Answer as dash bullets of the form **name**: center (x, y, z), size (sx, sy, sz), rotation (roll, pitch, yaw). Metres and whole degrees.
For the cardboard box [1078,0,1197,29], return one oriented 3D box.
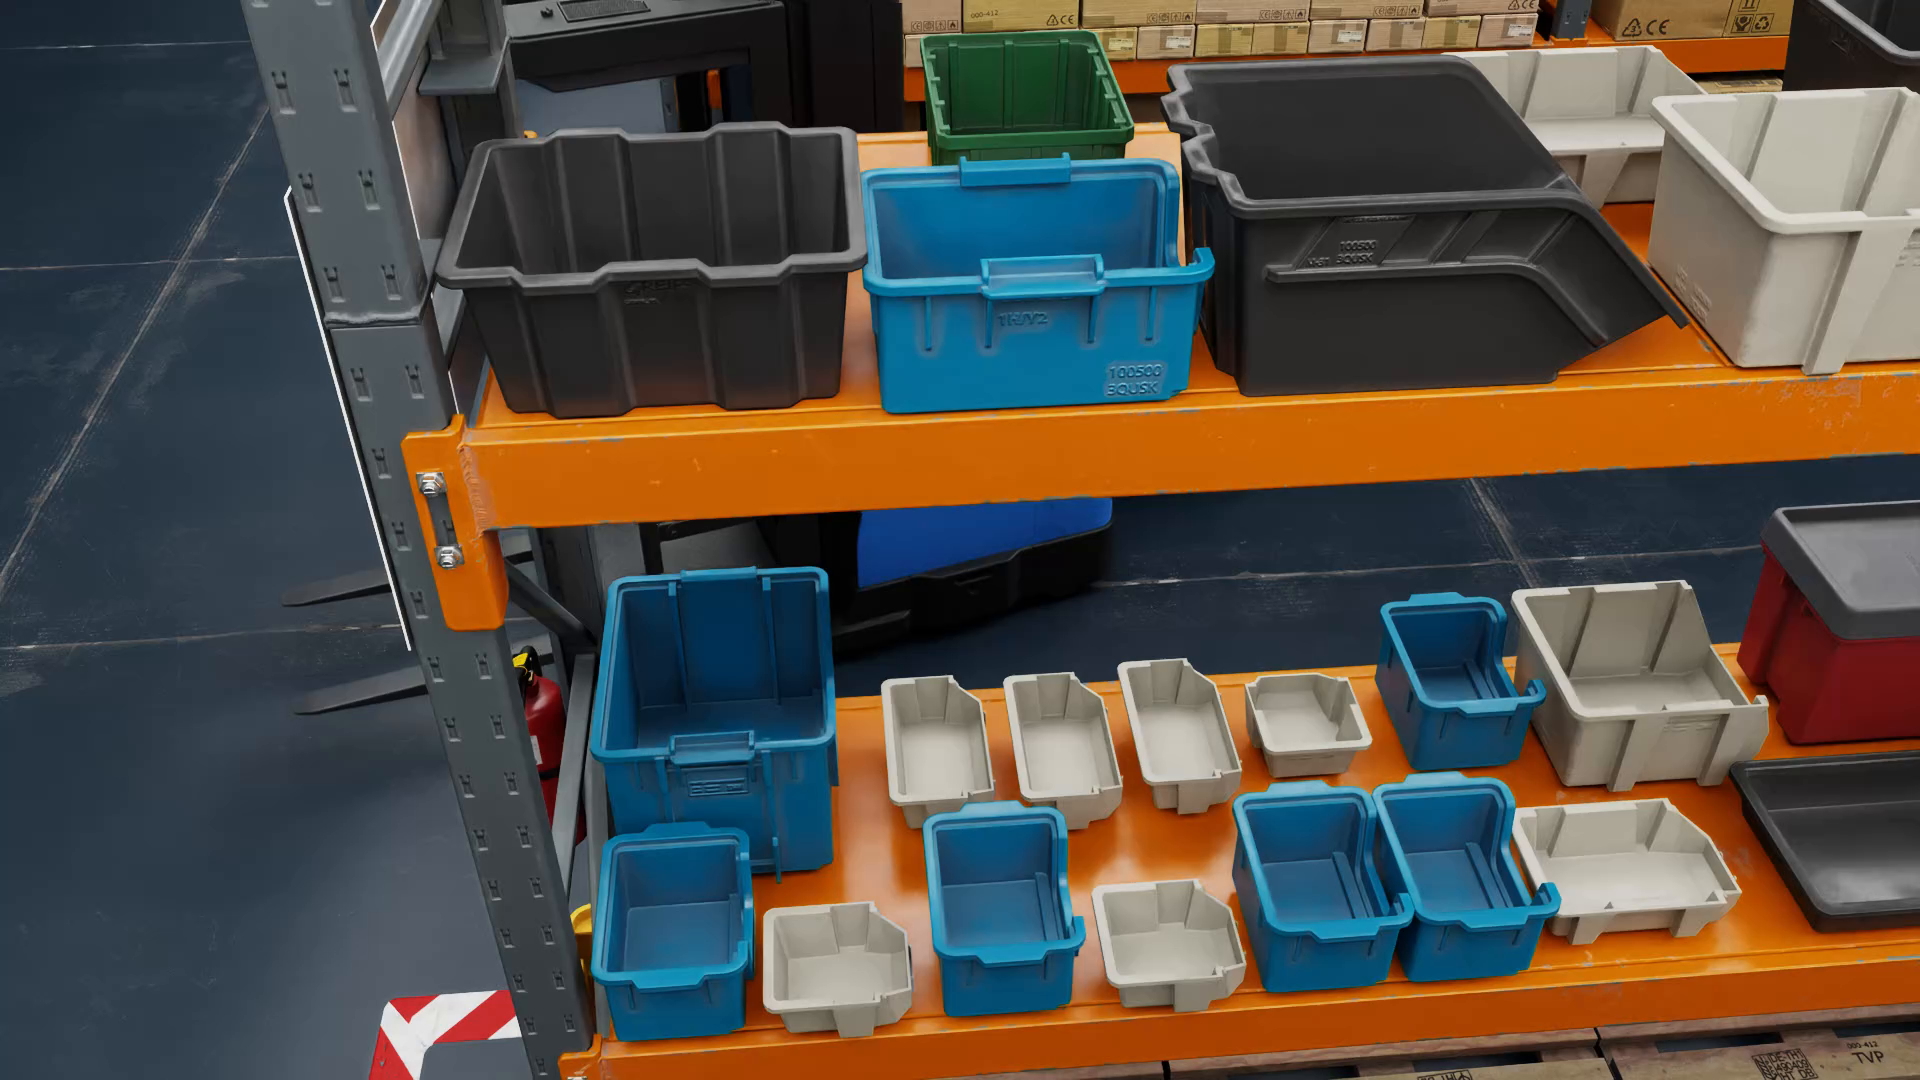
- **cardboard box**: center (0.754, -2.485, 7.359), size (0.500, 0.250, 0.500), rotation (-4, 38, -5)

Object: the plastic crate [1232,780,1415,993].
- **plastic crate**: center (0.740, 0.738, 3.480), size (0.300, 0.233, 0.416), rotation (-3, 38, -4)

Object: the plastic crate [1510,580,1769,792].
- **plastic crate**: center (1.600, 0.352, 3.930), size (0.530, 0.282, 0.437), rotation (-3, 38, -4)

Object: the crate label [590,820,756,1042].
- **crate label**: center (-0.572, 0.810, 3.389), size (0.303, 0.233, 0.416), rotation (-3, 38, -4)

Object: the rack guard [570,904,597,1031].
- **rack guard**: center (-0.870, 1.569, 4.358), size (0.348, 0.500, 1.175), rotation (-3, 38, -4)

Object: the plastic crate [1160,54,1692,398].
- **plastic crate**: center (0.699, -0.489, 2.577), size (0.767, 0.338, 0.504), rotation (-3, 38, -4)

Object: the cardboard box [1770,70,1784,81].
- **cardboard box**: center (4.224, -2.125, 8.398), size (0.875, 0.875, 1.225), rotation (-4, 38, -6)

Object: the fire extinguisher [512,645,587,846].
- **fire extinguisher**: center (-1.037, 0.483, 4.080), size (0.183, 0.674, 0.296), rotation (-3, 38, -4)

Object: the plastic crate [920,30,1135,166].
- **plastic crate**: center (0.110, -0.747, 3.024), size (0.336, 0.188, 0.450), rotation (-3, 38, -4)

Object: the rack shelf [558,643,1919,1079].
- **rack shelf**: center (1.145, 0.751, 3.958), size (4.000, 0.370, 1.077), rotation (-3, 38, -4)

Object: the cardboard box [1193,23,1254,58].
- **cardboard box**: center (1.144, -2.309, 7.458), size (0.250, 0.149, 0.380), rotation (-4, 38, -5)

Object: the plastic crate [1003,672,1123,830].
- **plastic crate**: center (0.239, 0.495, 3.866), size (0.243, 0.136, 0.396), rotation (-3, 38, -4)

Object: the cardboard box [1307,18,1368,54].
- **cardboard box**: center (1.656, -2.338, 7.494), size (0.250, 0.149, 0.380), rotation (-2, 38, -3)

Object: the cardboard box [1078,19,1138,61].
- **cardboard box**: center (0.629, -2.280, 7.421), size (0.250, 0.149, 0.380), rotation (-4, 38, -5)

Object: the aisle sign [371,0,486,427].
- **aisle sign**: center (-0.944, -0.619, 3.015), size (0.004, 0.787, 0.394), rotation (-3, 38, -4)

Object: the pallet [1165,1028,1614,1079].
- **pallet**: center (1.190, 1.586, 4.569), size (1.213, 0.211, 1.003), rotation (-3, 38, -4)

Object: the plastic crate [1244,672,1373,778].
- **plastic crate**: center (0.808, 0.437, 3.940), size (0.250, 0.136, 0.298), rotation (-3, 38, -4)

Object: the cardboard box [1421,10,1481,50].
- **cardboard box**: center (2.167, -2.366, 7.529), size (0.250, 0.149, 0.380), rotation (-2, 38, -3)

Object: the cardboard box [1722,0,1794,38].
- **cardboard box**: center (3.680, -2.636, 7.588), size (0.500, 0.500, 0.500), rotation (-3, 38, -4)

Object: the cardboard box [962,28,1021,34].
- **cardboard box**: center (0.121, -2.253, 7.386), size (0.250, 0.149, 0.380), rotation (-4, 38, -5)

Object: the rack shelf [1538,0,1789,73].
- **rack shelf**: center (4.691, -2.525, 8.109), size (4.000, 0.370, 1.077), rotation (-3, 38, -4)

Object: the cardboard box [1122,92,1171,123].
- **cardboard box**: center (1.138, -1.992, 8.229), size (0.875, 0.875, 0.875), rotation (-3, 38, -4)

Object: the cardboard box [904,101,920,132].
- **cardboard box**: center (-0.655, -1.893, 8.104), size (0.875, 0.875, 0.875), rotation (-3, 38, -4)

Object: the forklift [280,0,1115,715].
- **forklift**: center (-0.975, -0.923, 5.553), size (3.031, 2.935, 1.130), rotation (-14, 40, -17)

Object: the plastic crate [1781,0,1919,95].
- **plastic crate**: center (1.876, -0.869, 3.113), size (0.590, 0.269, 0.497), rotation (-3, 38, -4)

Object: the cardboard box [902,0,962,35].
- **cardboard box**: center (-0.266, -2.428, 7.287), size (0.500, 0.250, 0.500), rotation (-4, 38, -5)

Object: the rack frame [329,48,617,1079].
- **rack frame**: center (-0.847, 0.578, 3.596), size (0.127, 3.000, 1.000), rotation (-3, 38, -4)

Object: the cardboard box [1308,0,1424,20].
- **cardboard box**: center (1.767, -2.539, 7.427), size (0.500, 0.250, 0.500), rotation (-2, 38, -3)

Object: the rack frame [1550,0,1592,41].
- **rack frame**: center (2.699, -2.697, 7.747), size (0.127, 3.000, 1.000), rotation (-3, 38, -4)

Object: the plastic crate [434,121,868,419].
- **plastic crate**: center (-0.439, -0.397, 2.516), size (0.590, 0.269, 0.497), rotation (-3, 38, -4)

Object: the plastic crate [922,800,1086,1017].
- **plastic crate**: center (0.084, 0.774, 3.435), size (0.300, 0.233, 0.416), rotation (-3, 38, -4)

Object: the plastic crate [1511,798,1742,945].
- **plastic crate**: center (1.430, 0.720, 3.581), size (0.466, 0.136, 0.293), rotation (-3, 38, -4)
